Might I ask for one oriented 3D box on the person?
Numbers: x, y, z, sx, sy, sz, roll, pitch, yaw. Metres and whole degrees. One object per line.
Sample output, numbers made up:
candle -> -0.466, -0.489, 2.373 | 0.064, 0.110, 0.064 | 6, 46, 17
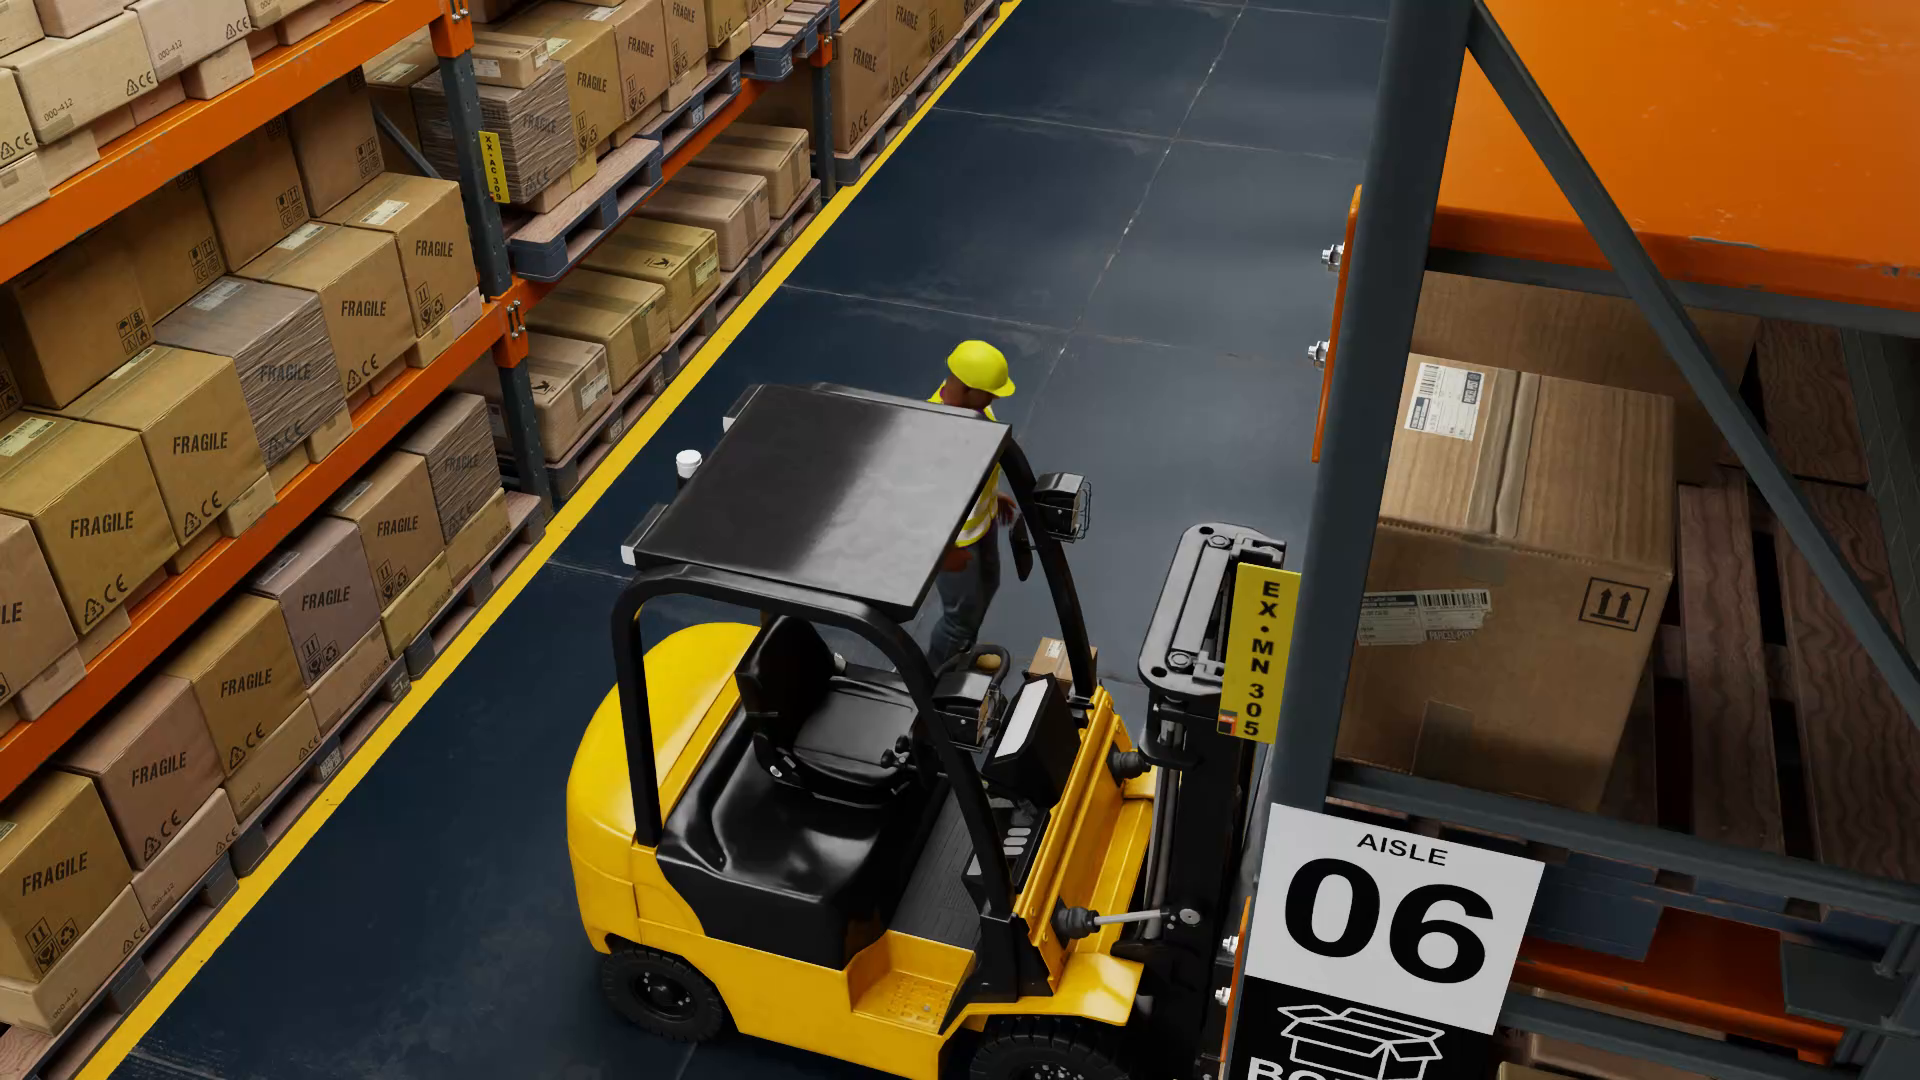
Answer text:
person -> 0.024, -0.074, 6.986 | 0.390, 1.747, 0.575 | 11, 38, 15
